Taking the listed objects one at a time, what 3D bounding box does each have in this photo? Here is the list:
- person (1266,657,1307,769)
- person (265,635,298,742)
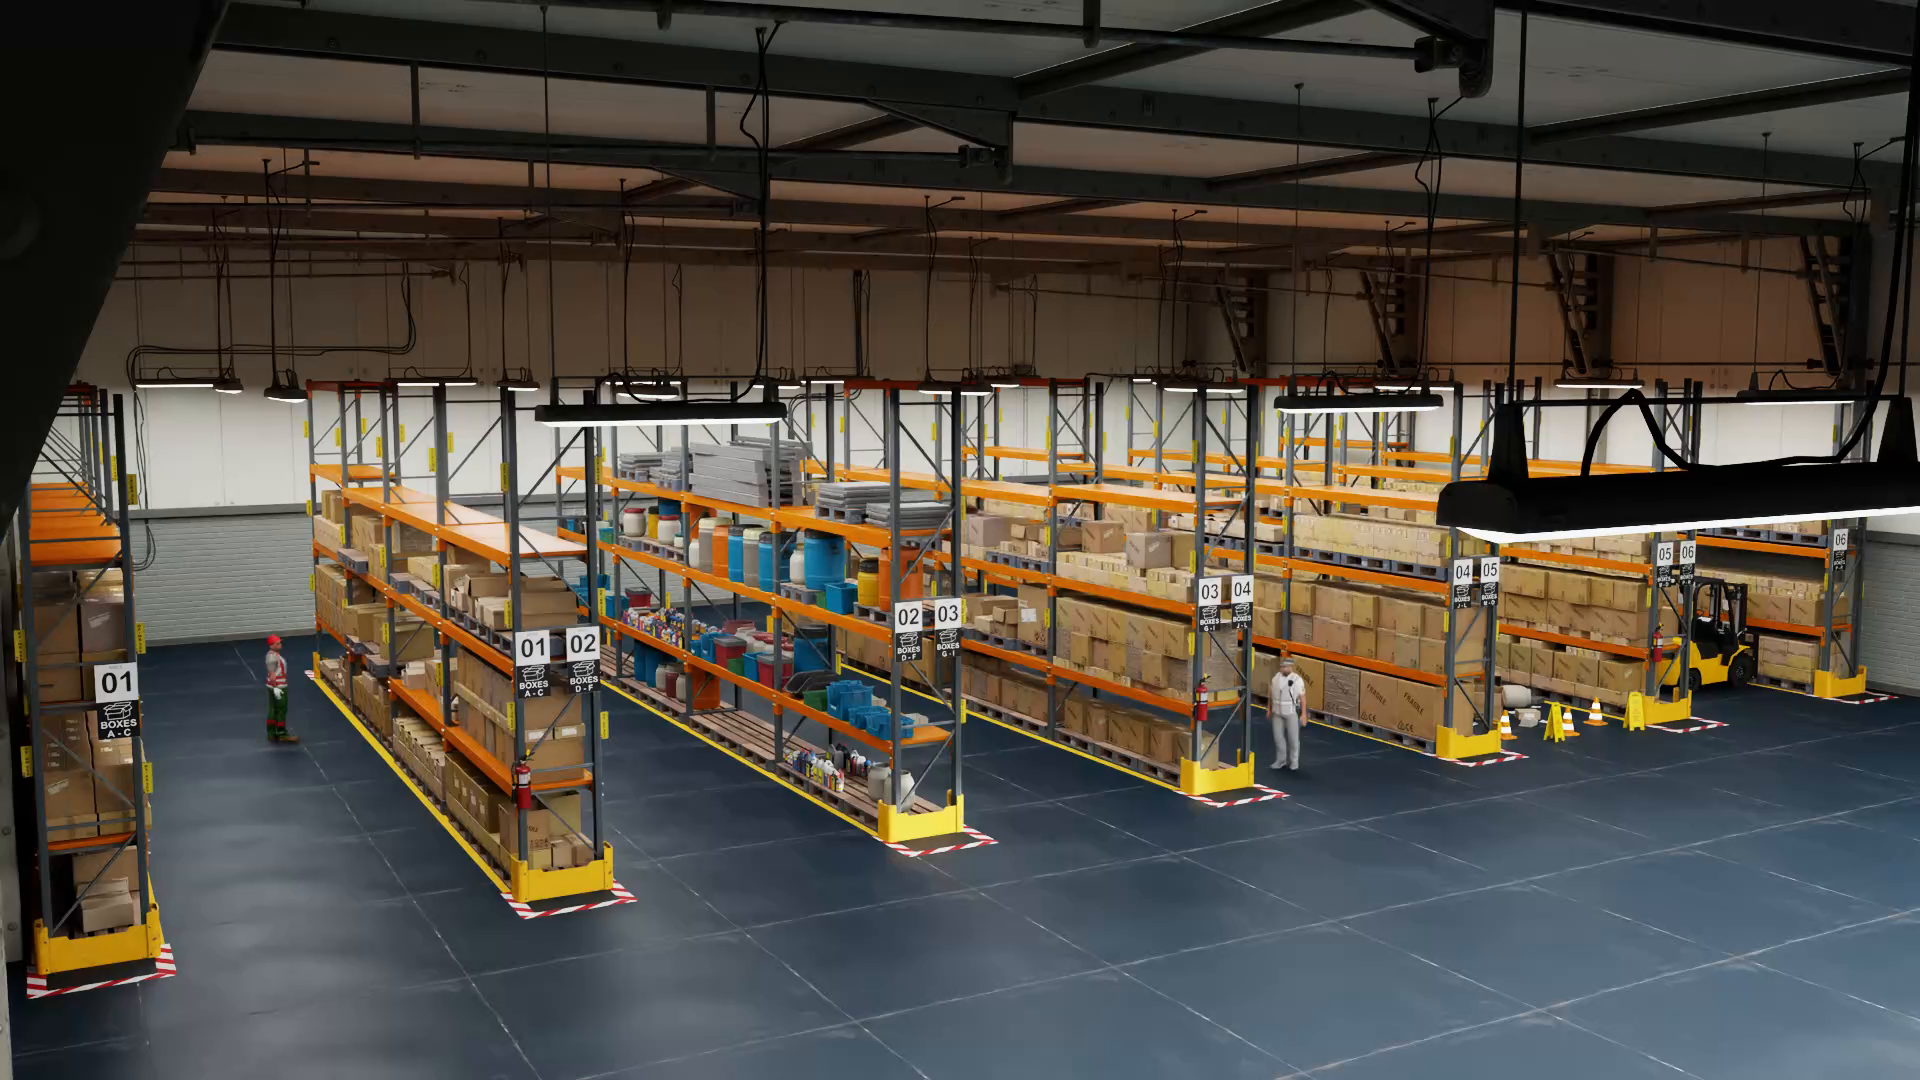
[{"bbox_3d":[5.098,2.710,25.957,0.669,1.806,0.419,4,7,34],"label":"person"},{"bbox_3d":[-11.419,2.476,27.910,0.457,1.800,0.578,-4,7,-35],"label":"person"}]
